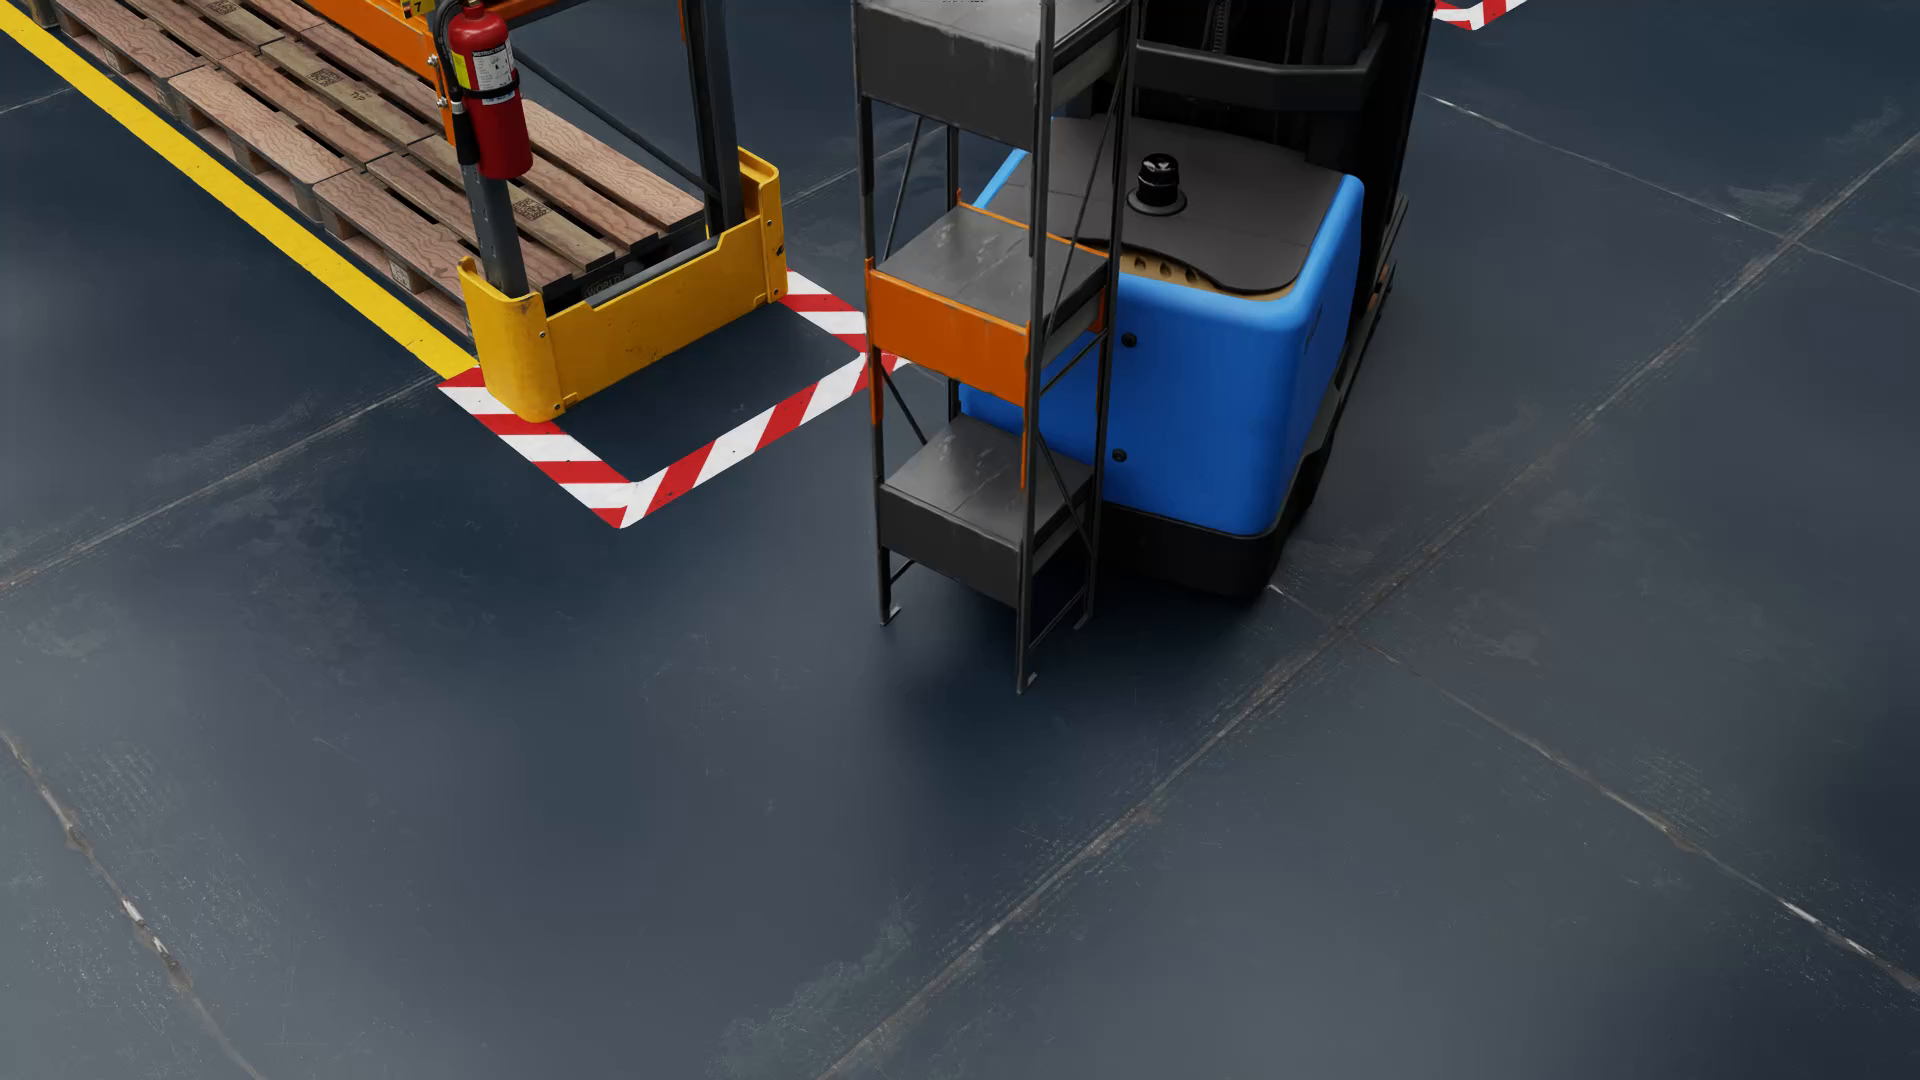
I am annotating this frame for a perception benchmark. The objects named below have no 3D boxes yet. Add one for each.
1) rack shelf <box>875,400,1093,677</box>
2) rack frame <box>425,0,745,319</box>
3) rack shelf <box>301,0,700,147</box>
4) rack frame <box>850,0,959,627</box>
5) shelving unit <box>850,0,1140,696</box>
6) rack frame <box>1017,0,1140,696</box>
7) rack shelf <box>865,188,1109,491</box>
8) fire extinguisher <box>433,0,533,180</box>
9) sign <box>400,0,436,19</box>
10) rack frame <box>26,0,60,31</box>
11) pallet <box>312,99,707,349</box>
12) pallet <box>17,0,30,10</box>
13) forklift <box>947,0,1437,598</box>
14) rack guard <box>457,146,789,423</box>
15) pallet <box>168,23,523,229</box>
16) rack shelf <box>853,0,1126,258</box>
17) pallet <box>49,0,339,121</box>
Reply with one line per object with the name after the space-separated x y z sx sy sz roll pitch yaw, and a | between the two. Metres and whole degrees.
0.080 -0.008 4.763 0.480 0.518 0.431 25 48 24 | rack shelf
-1.181 -1.850 5.042 1.000 3.000 0.127 -34 53 -31 | rack frame
-2.593 -2.547 6.326 1.077 0.370 4.000 -34 53 -31 | rack shelf
-0.122 -0.625 4.379 0.015 2.100 0.400 25 48 24 | rack frame
0.080 -0.532 4.278 0.503 2.100 0.431 25 48 24 | shelving unit
0.282 -0.439 4.178 0.015 2.100 0.400 25 48 24 | rack frame
0.080 -0.522 4.288 0.480 0.518 0.431 25 48 24 | rack shelf
-1.396 -1.394 4.880 0.296 0.674 0.183 -34 53 -31 | fire extinguisher
-1.559 -1.638 4.693 0.100 0.325 0.005 -34 53 -31 | sign
-4.005 -3.772 7.122 1.000 3.000 0.127 -34 53 -31 | rack frame
-1.736 -1.241 6.437 1.003 0.211 1.213 -34 53 -31 | pallet
-4.521 -3.139 8.491 1.003 0.211 1.213 -34 53 -31 | pallet
0.968 -1.915 5.163 1.130 2.935 3.031 15 45 16 | forklift
-1.155 -0.927 5.884 1.175 0.500 0.348 -34 53 -31 | rack guard
-2.593 -1.827 7.071 1.003 0.211 1.213 -34 53 -31 | pallet
0.080 -1.036 3.813 0.480 0.518 0.431 25 48 24 | rack shelf
-3.459 -2.413 7.706 1.003 0.211 1.213 -34 53 -31 | pallet
